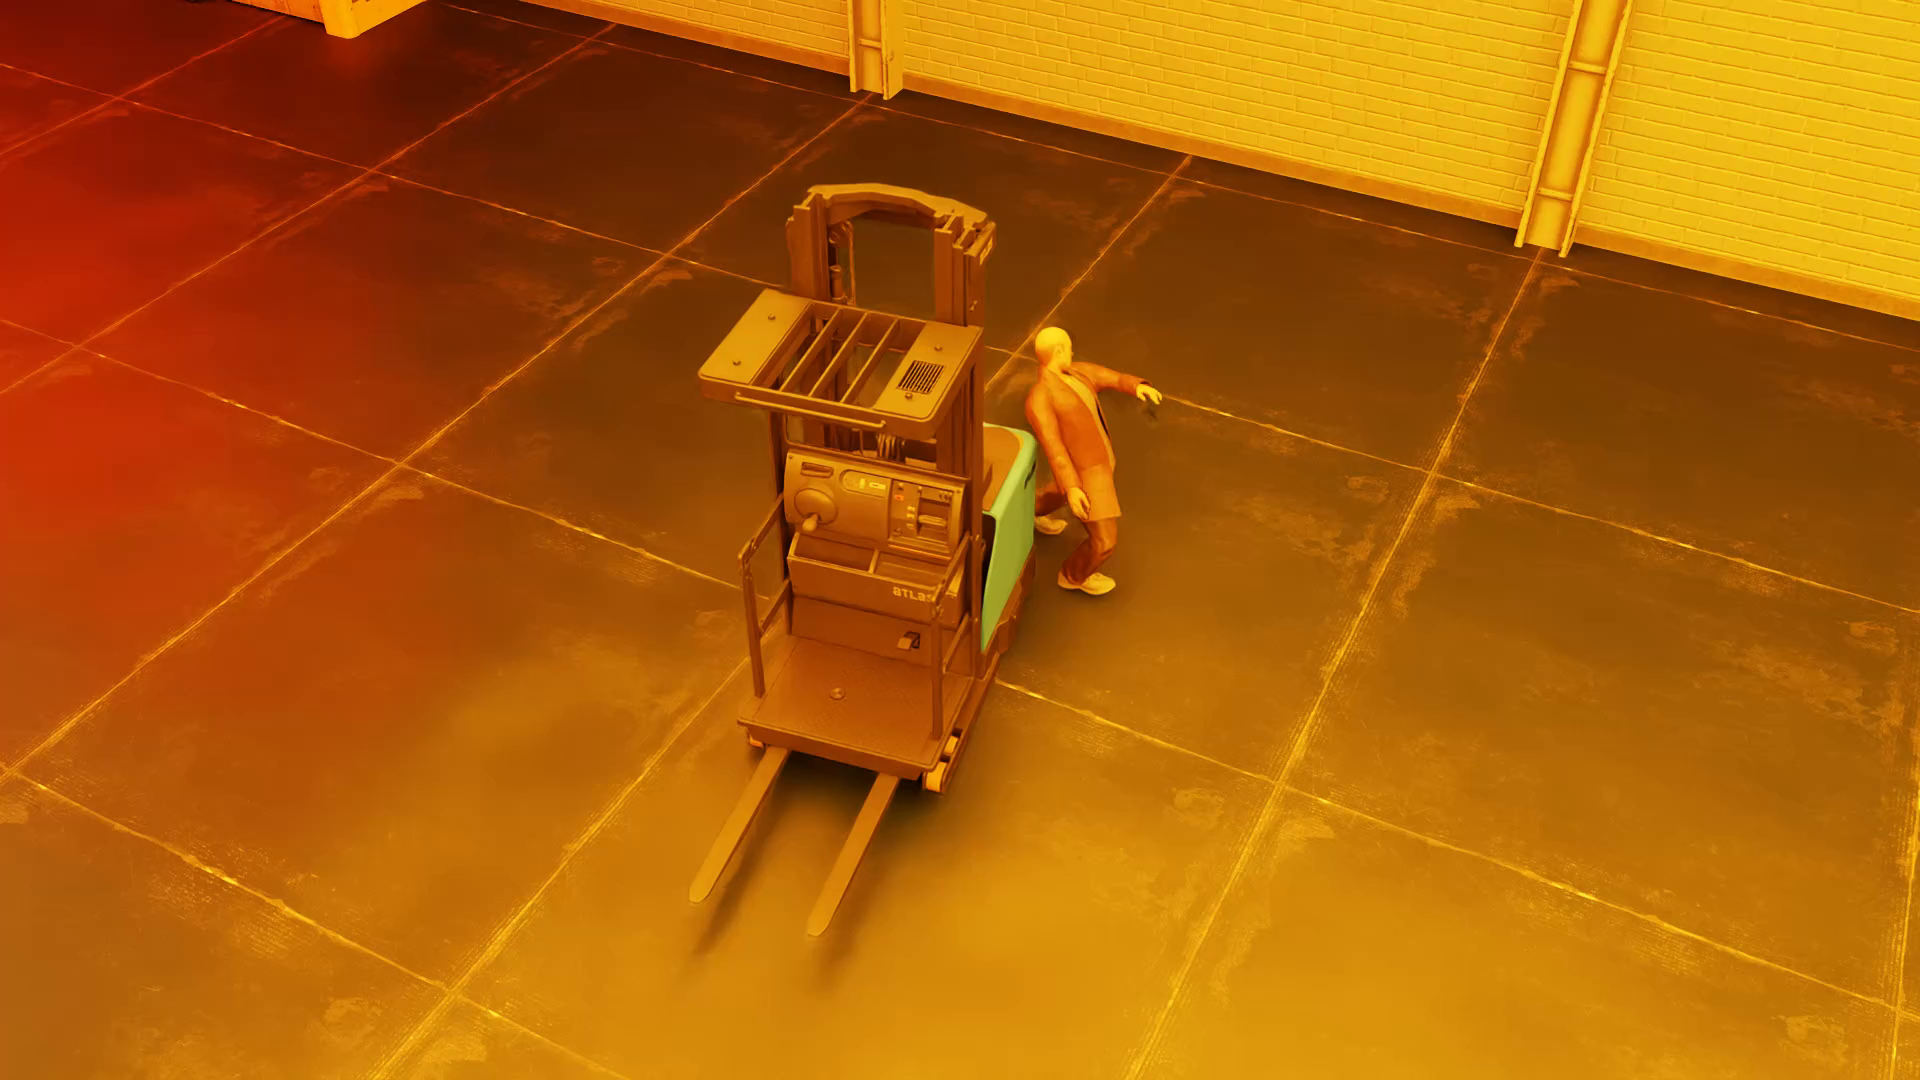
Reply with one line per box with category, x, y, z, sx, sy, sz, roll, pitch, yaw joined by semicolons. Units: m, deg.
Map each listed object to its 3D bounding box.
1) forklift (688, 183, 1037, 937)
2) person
forklift;-0.499;-0.100;8.105;1.130;2.935;3.031;12;42;14
person;0.666;-0.370;9.461;0.880;1.549;0.978;6;40;7
